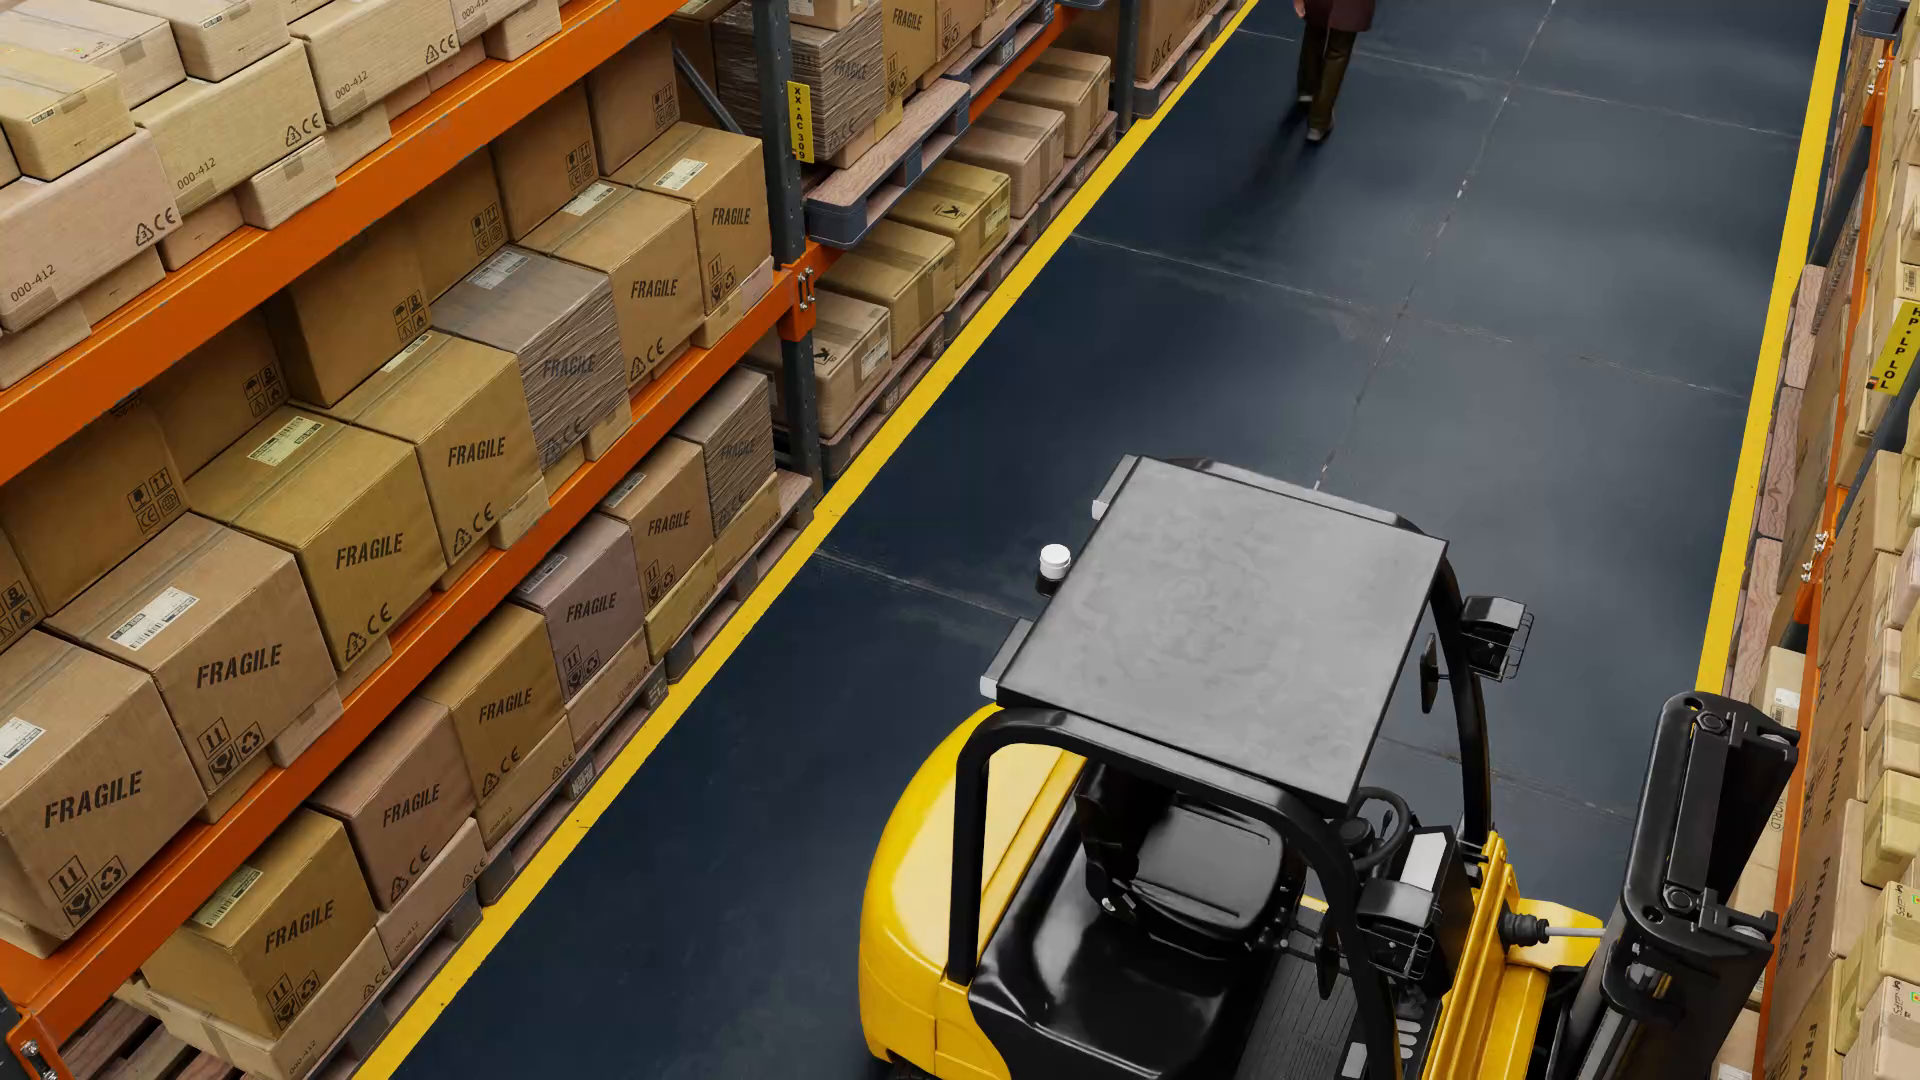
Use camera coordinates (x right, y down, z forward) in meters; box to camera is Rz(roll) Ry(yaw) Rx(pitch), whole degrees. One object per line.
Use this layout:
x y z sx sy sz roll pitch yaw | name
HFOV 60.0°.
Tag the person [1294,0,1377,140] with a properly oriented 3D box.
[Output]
2.284 -3.295 9.928 0.572 1.839 0.738 16 44 17 | person
